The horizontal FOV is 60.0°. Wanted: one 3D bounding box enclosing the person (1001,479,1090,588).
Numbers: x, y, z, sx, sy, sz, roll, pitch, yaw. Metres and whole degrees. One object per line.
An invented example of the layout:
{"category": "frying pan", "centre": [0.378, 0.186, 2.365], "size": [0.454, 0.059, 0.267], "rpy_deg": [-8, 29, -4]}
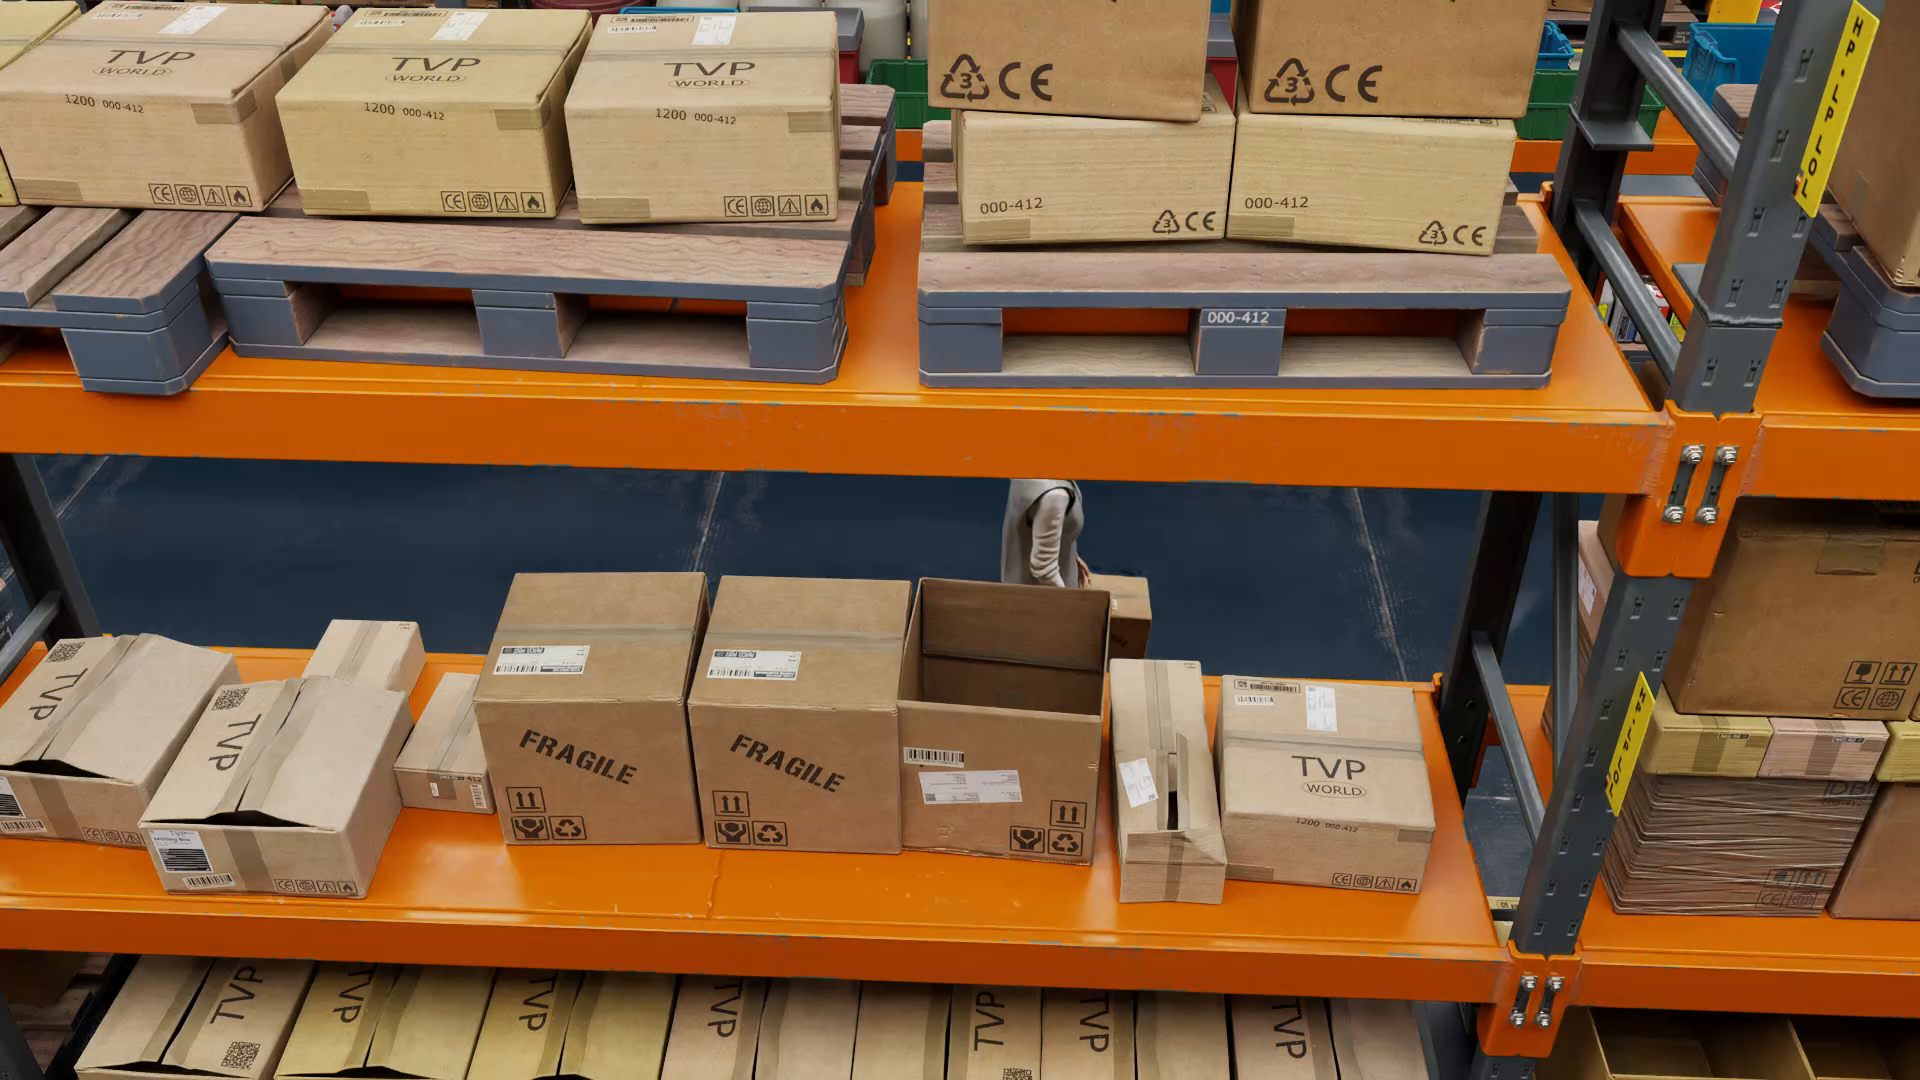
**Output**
{"category": "person", "centre": [0.311, 0.231, 5.931], "size": [0.336, 1.487, 0.450], "rpy_deg": [1, 36, 2]}
